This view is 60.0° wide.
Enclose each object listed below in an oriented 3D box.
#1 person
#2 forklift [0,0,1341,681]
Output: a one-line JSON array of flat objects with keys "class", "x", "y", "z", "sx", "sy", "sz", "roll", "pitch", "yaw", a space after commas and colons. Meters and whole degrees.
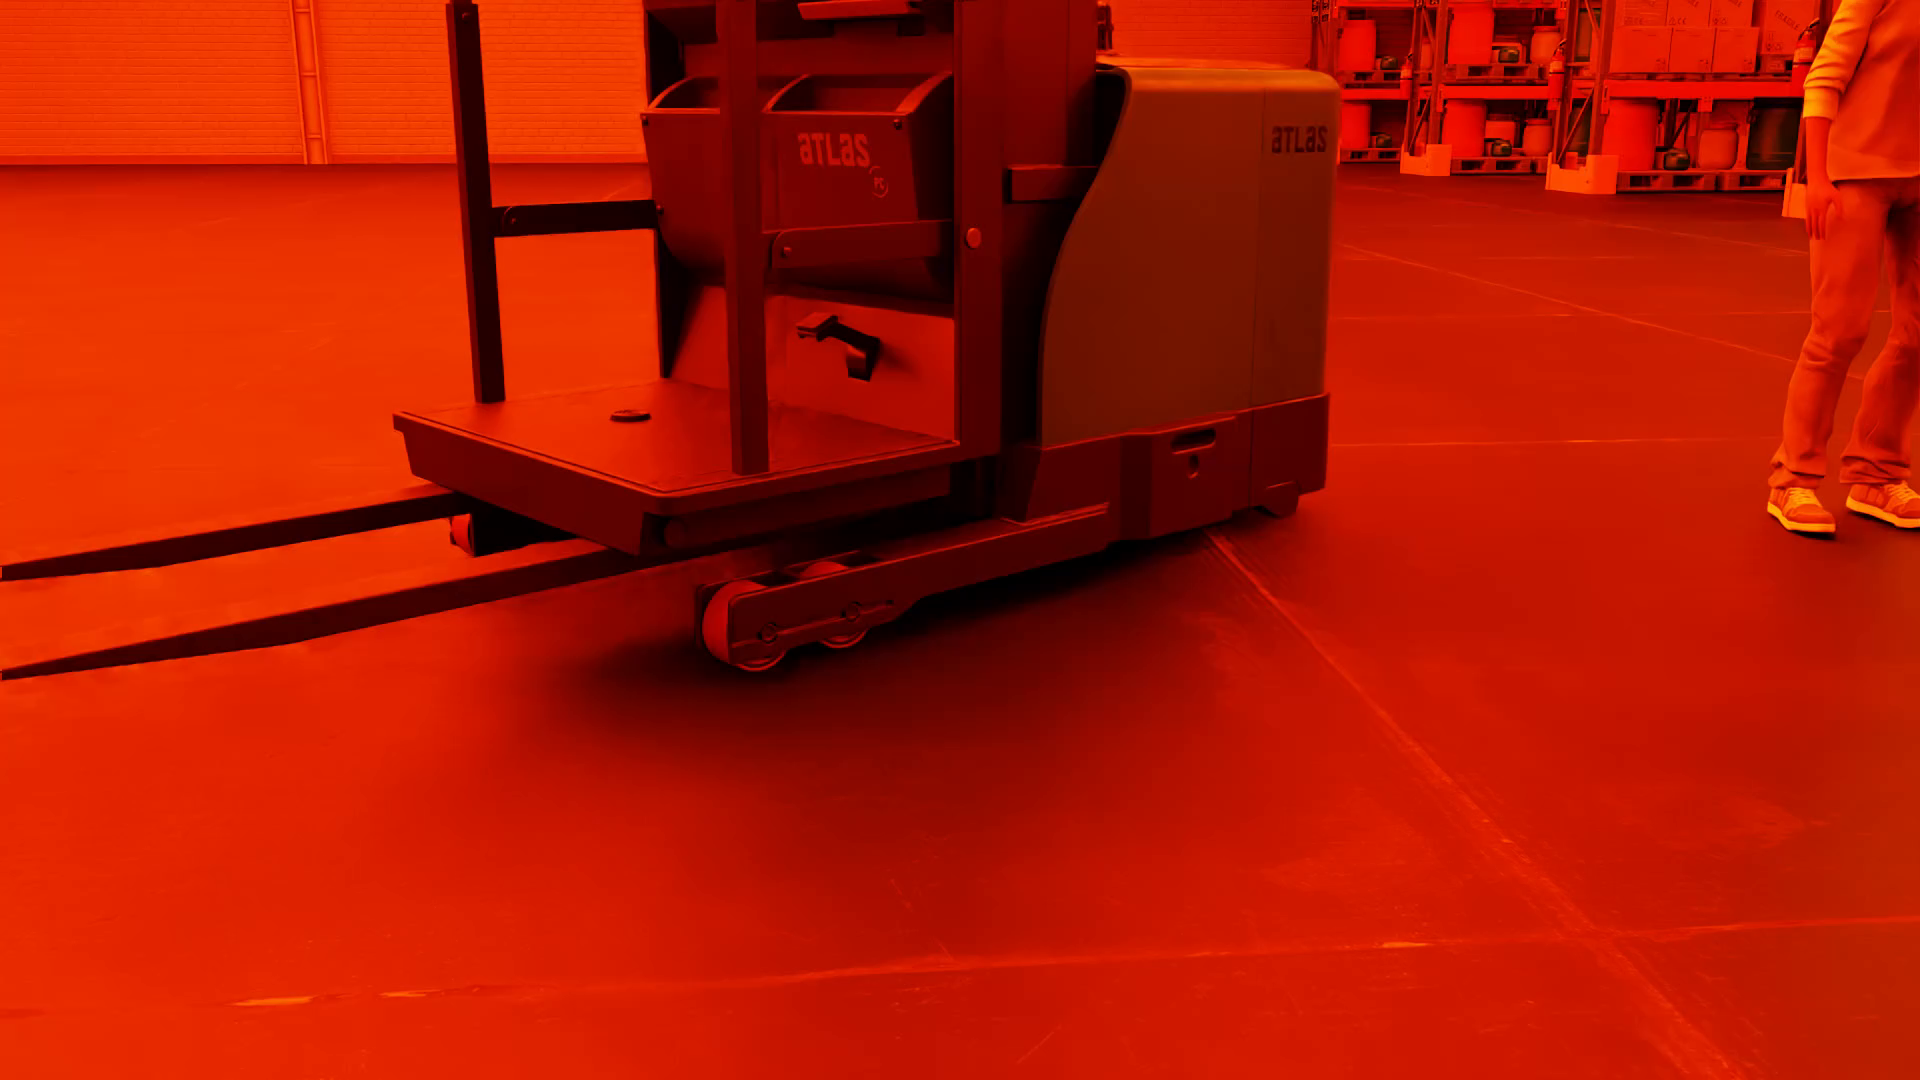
[{"class": "person", "x": 2.205, "y": -0.817, "z": 3.917, "sx": 0.474, "sy": 1.590, "sz": 0.348, "roll": -2, "pitch": 15, "yaw": -7}, {"class": "forklift", "x": -0.511, "y": -1.327, "z": 3.217, "sx": 3.031, "sy": 2.935, "sz": 1.130, "roll": -13, "pitch": 20, "yaw": -41}]
